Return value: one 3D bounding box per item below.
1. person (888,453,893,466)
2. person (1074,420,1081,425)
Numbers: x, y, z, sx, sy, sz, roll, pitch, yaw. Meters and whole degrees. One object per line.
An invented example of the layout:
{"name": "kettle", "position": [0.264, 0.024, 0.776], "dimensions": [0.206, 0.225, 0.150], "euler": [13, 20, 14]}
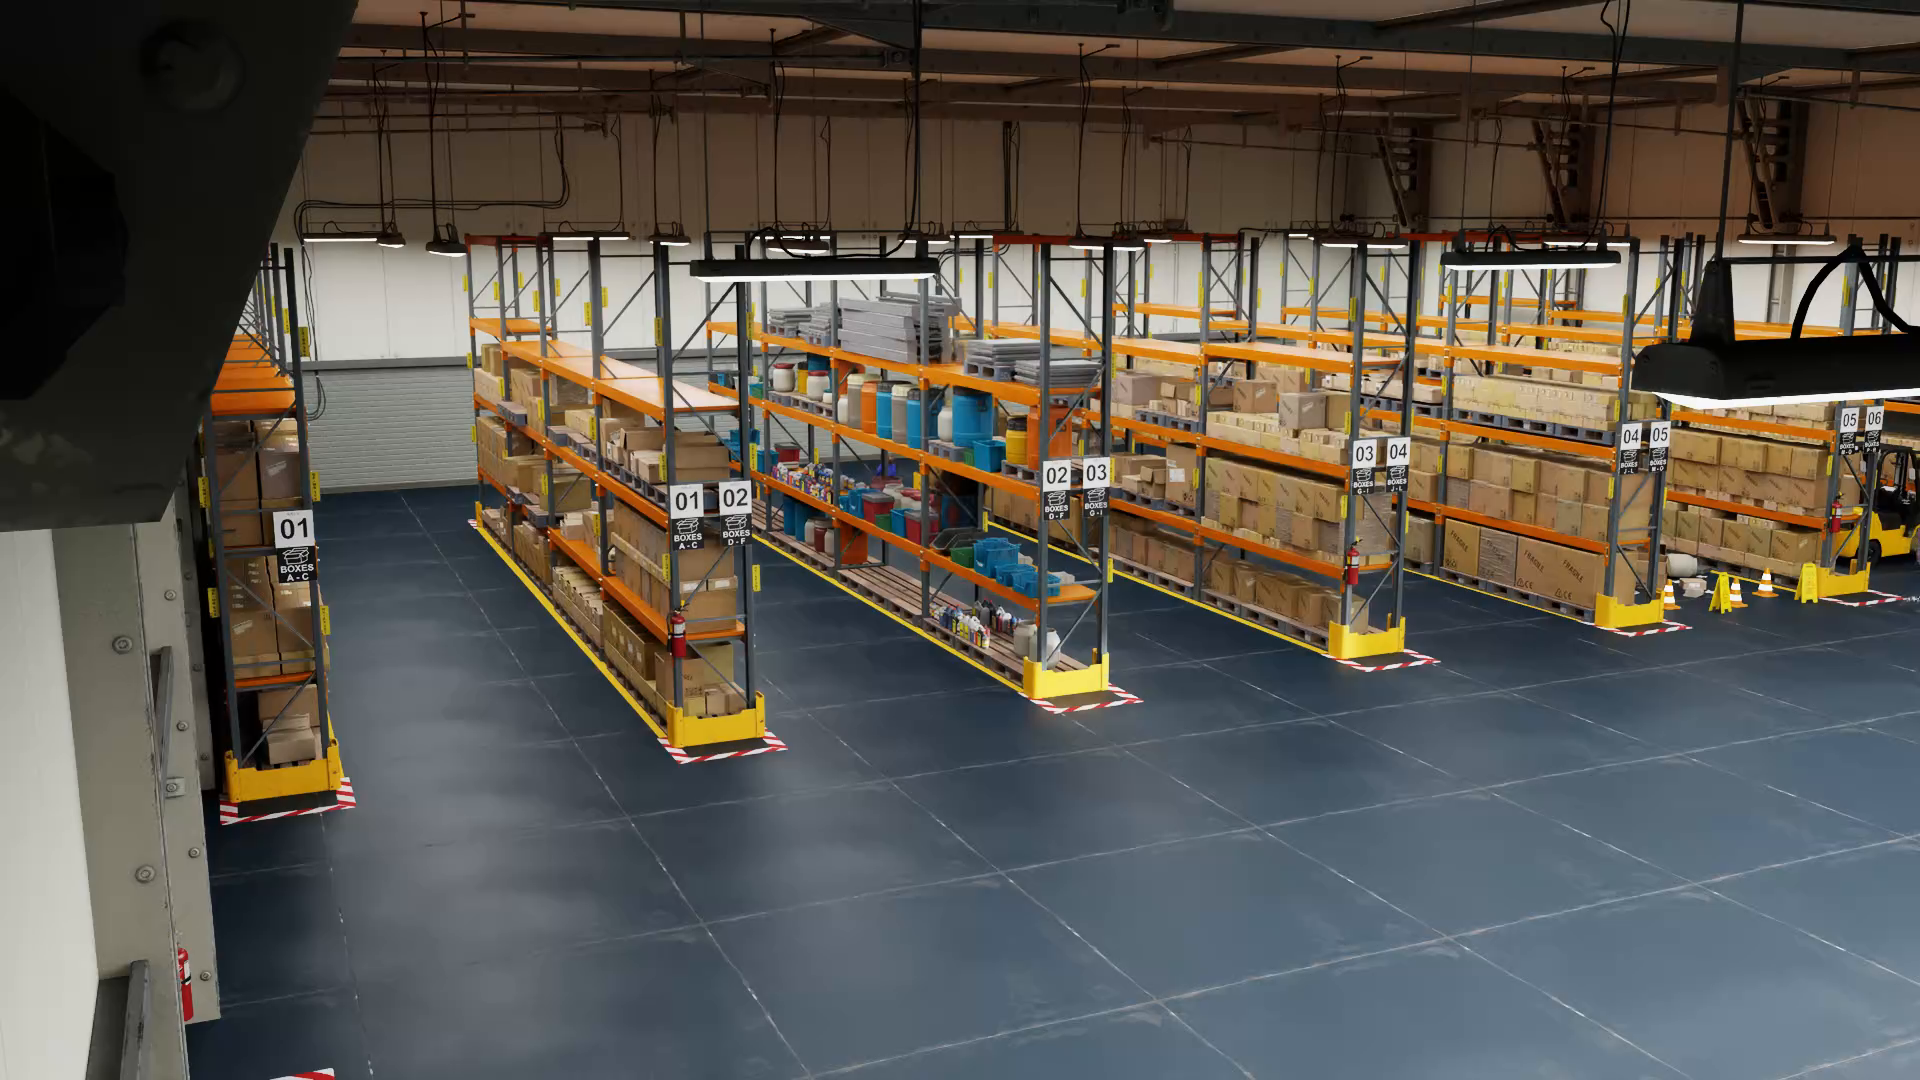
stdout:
{"name": "person", "position": [-1.488, -0.974, 34.017], "dimensions": [0.555, 1.640, 0.975], "euler": [-5, 12, -26]}
{"name": "person", "position": [2.764, -2.047, 39.211], "dimensions": [0.667, 1.553, 0.484], "euler": [-1, 11, -7]}
